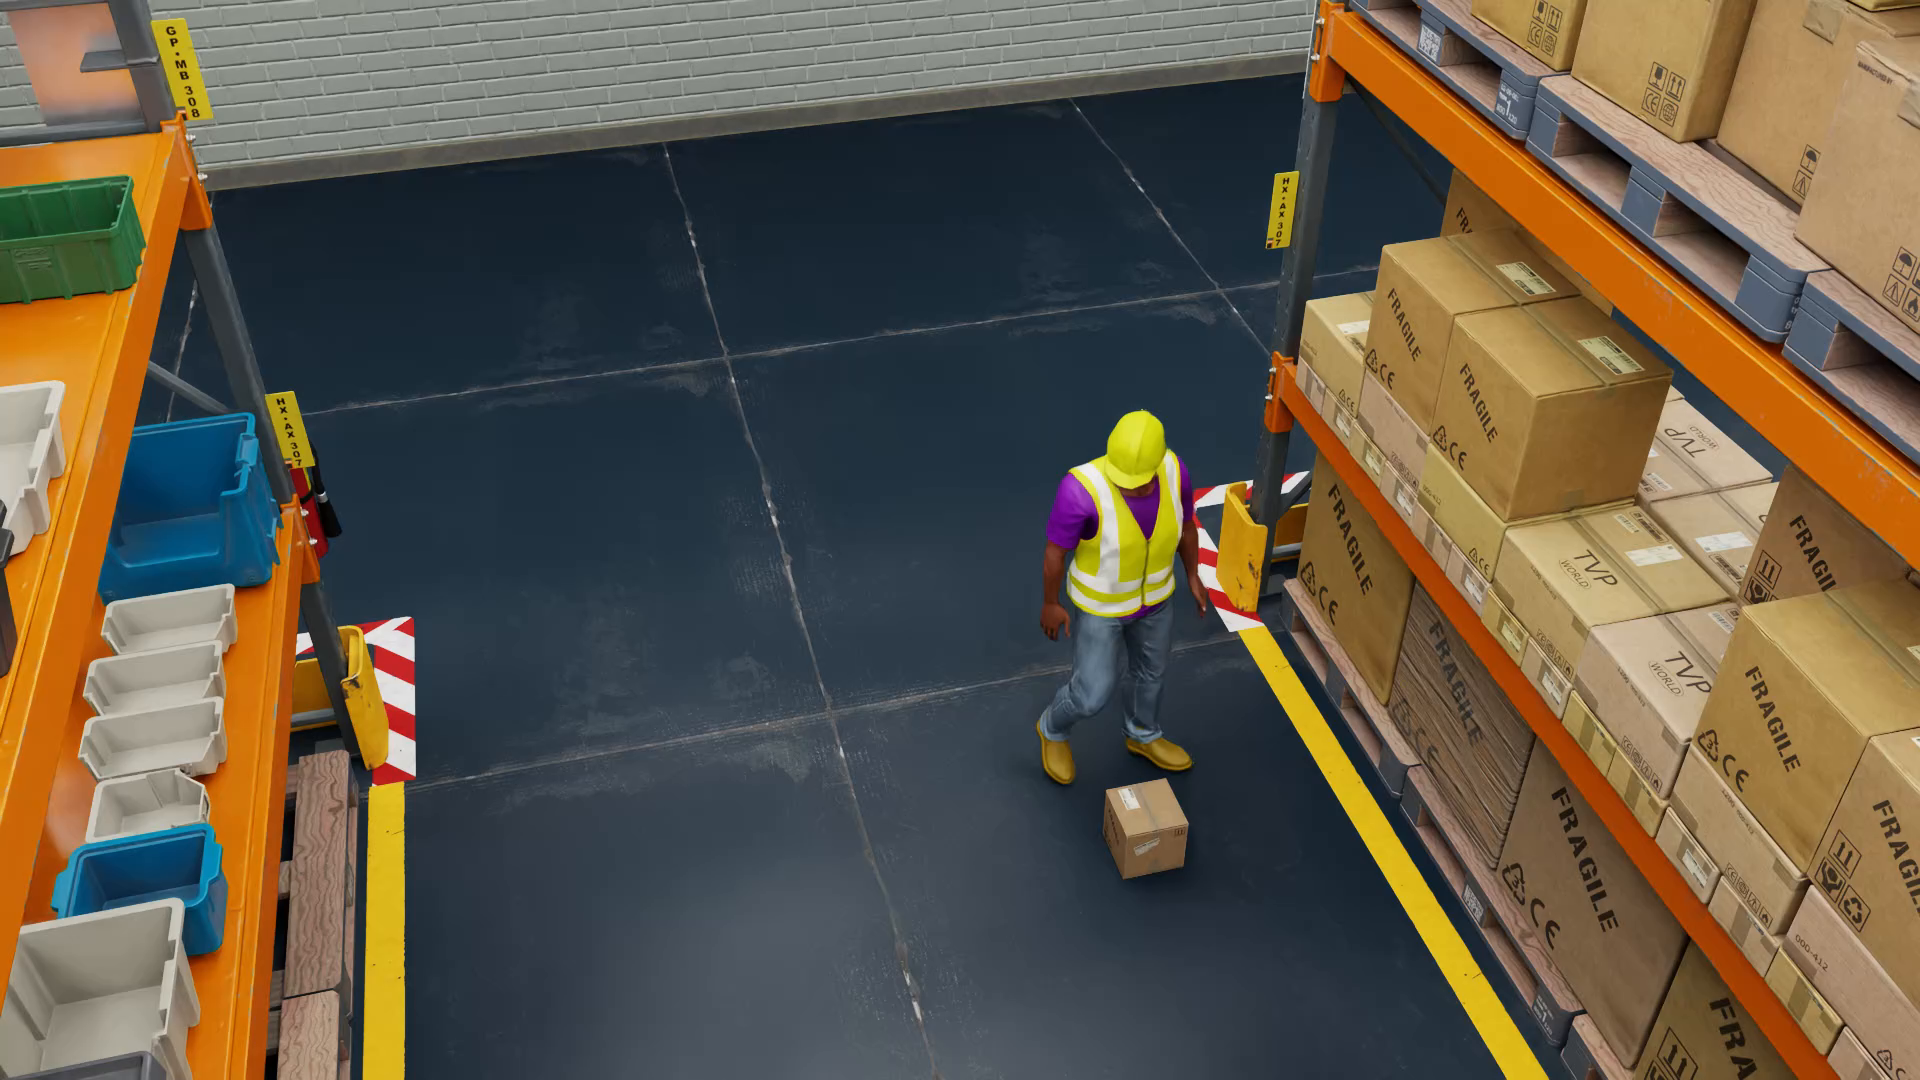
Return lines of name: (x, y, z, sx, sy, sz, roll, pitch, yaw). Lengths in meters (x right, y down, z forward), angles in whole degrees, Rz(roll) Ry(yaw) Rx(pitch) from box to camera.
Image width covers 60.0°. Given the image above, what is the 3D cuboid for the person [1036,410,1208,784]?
person: (0.645, 0.214, 6.405, 0.661, 1.758, 0.464, -19, 42, -23)
